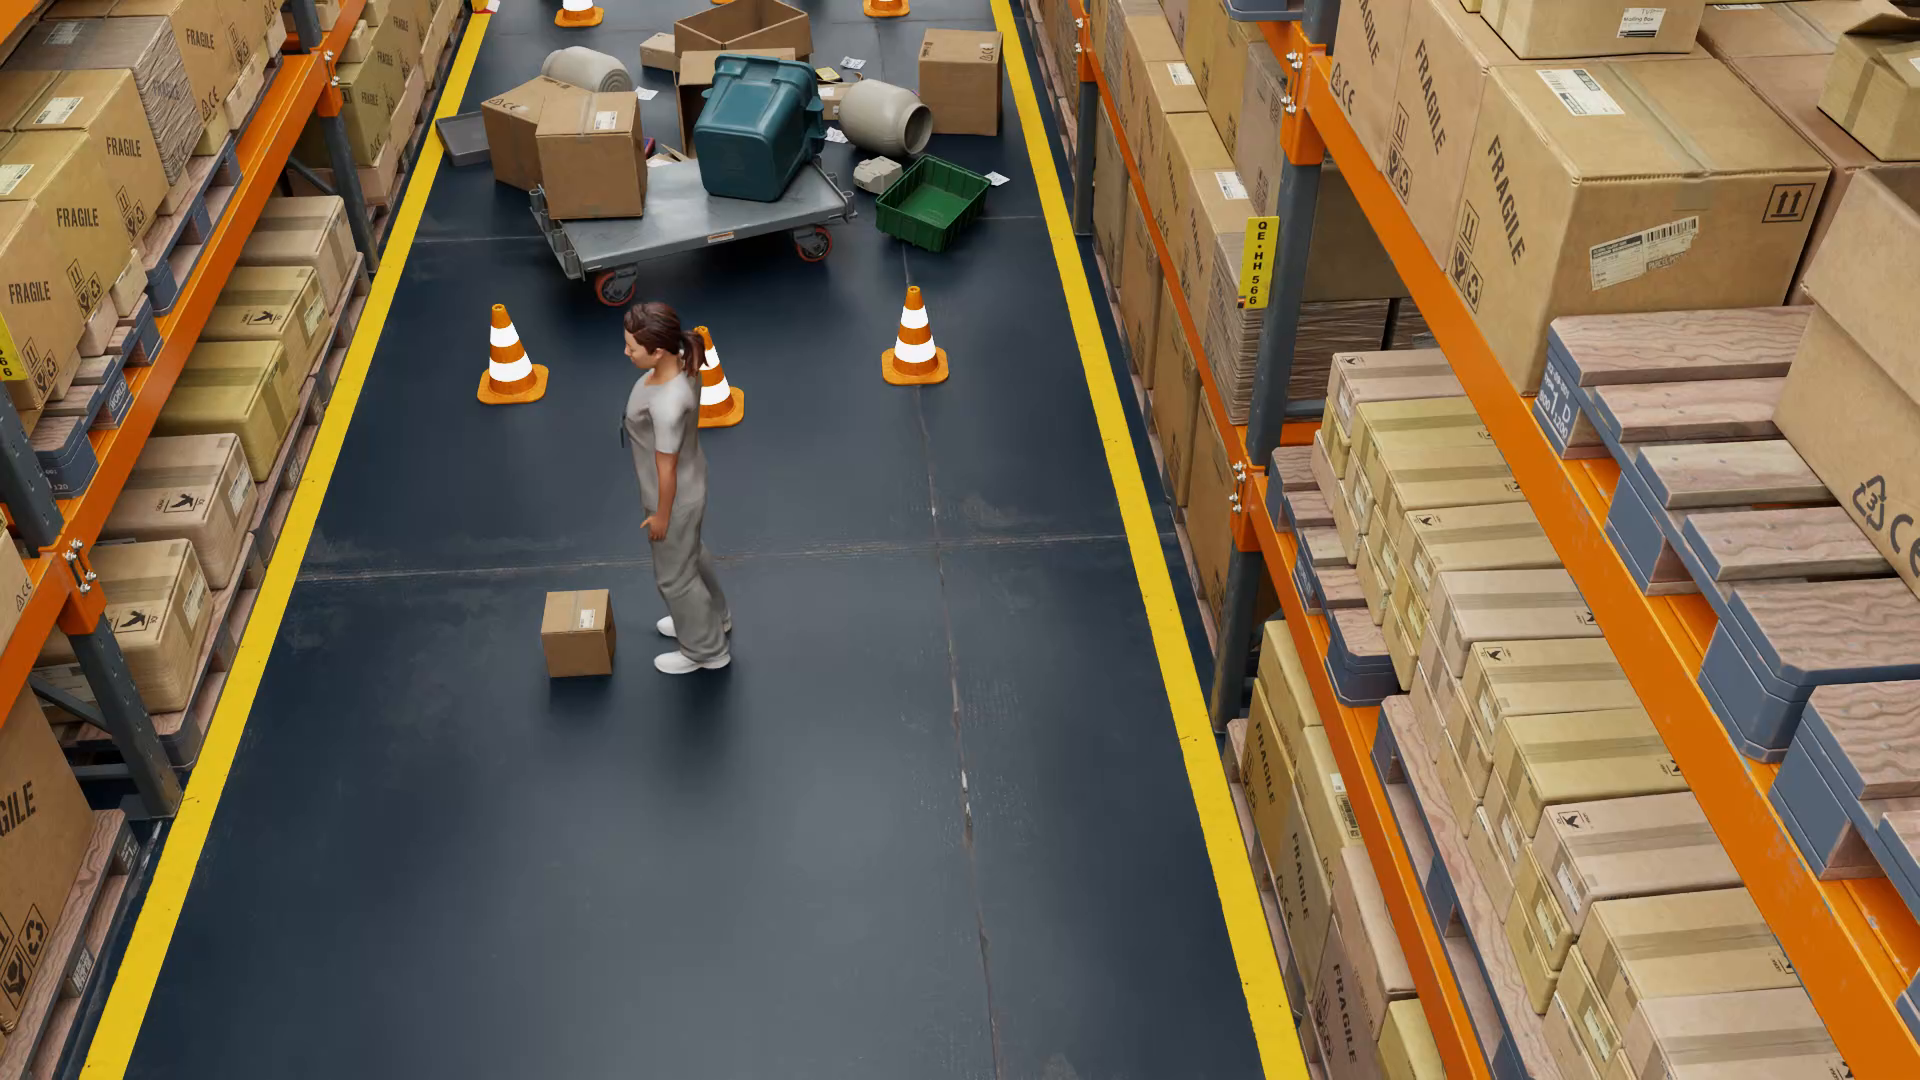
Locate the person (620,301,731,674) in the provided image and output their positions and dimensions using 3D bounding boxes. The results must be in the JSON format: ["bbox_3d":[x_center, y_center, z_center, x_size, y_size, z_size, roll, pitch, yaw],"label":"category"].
[{"bbox_3d":[-1.083,-0.186,6.388,0.363,1.673,0.439,-2,39,-3],"label":"person"}]
